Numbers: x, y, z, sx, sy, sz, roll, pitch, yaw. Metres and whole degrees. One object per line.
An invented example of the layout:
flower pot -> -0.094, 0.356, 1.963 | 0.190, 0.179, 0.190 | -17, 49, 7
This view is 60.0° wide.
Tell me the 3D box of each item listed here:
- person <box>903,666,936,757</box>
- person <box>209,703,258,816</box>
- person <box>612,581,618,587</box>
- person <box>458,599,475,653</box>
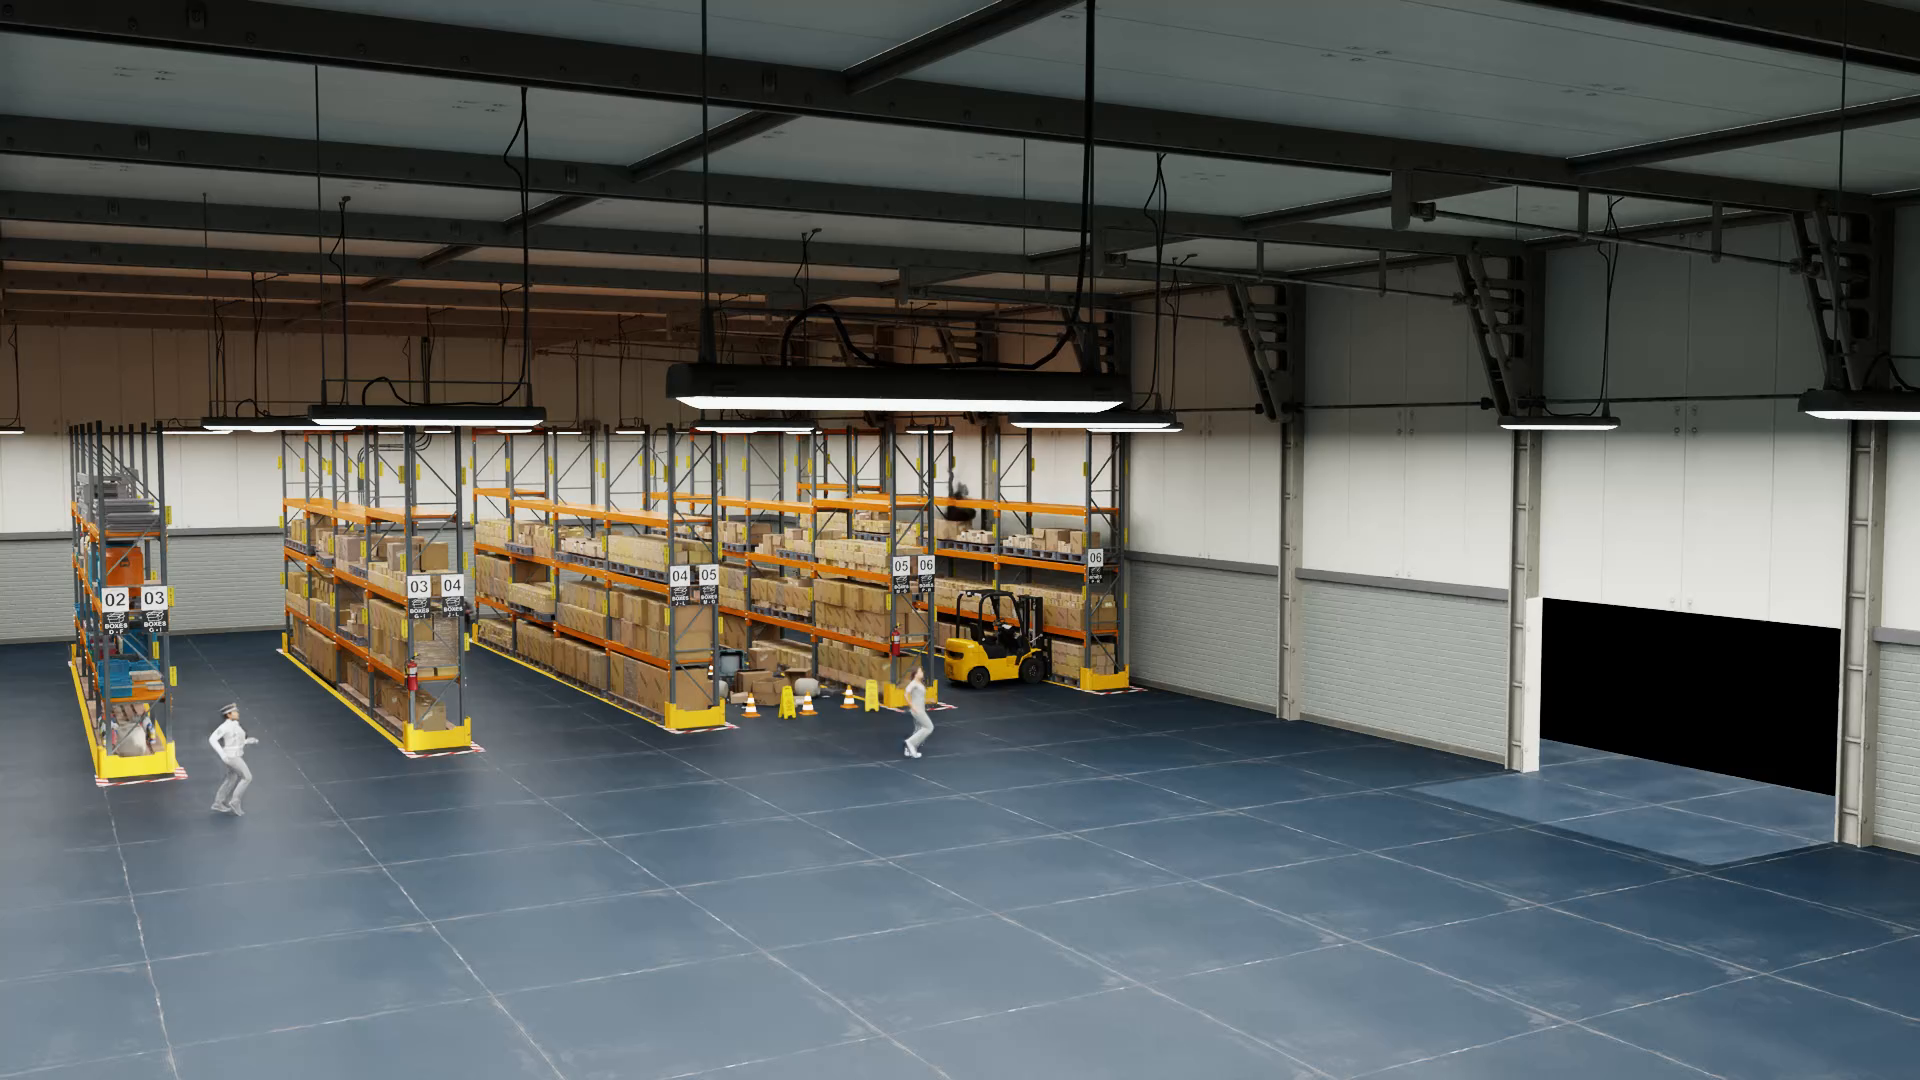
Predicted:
person -> -0.713, 3.063, 29.684 | 0.580, 1.631, 0.552 | 0, 4, 8
person -> -10.992, 3.325, 25.161 | 0.691, 1.725, 0.516 | -1, 4, -11
person -> -10.480, 1.851, 50.021 | 0.580, 1.563, 0.573 | -1, 4, -21
person -> -12.959, 2.192, 43.268 | 0.636, 1.766, 0.858 | -2, 4, -26
